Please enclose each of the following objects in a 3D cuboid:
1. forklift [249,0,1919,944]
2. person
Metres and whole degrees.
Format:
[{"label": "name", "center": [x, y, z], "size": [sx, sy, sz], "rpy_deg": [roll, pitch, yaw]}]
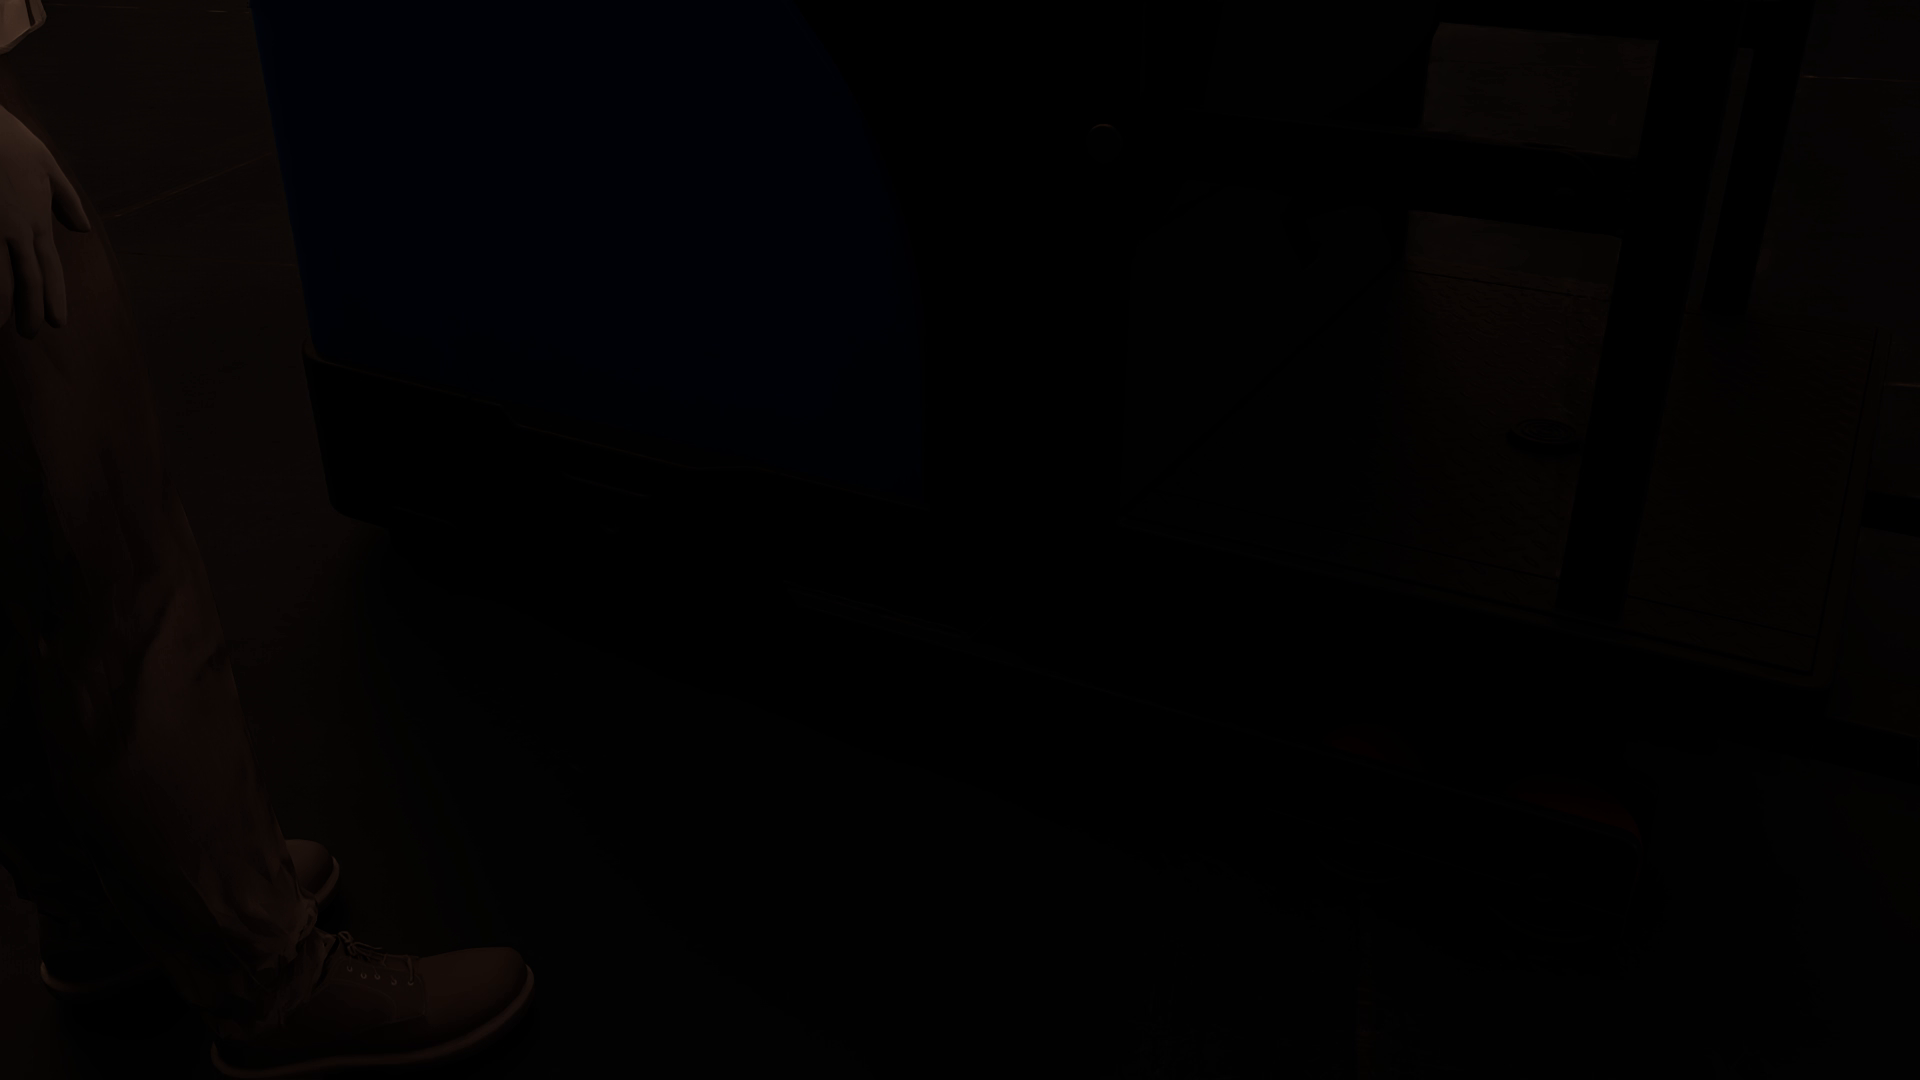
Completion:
[{"label": "forklift", "center": [0.603, -1.174, 1.574], "size": [3.031, 2.935, 1.130], "rpy_deg": [14, 30, 26]}, {"label": "person", "center": [-0.764, -0.341, 1.279], "size": [0.530, 1.694, 0.586], "rpy_deg": [-17, 31, -29]}]
